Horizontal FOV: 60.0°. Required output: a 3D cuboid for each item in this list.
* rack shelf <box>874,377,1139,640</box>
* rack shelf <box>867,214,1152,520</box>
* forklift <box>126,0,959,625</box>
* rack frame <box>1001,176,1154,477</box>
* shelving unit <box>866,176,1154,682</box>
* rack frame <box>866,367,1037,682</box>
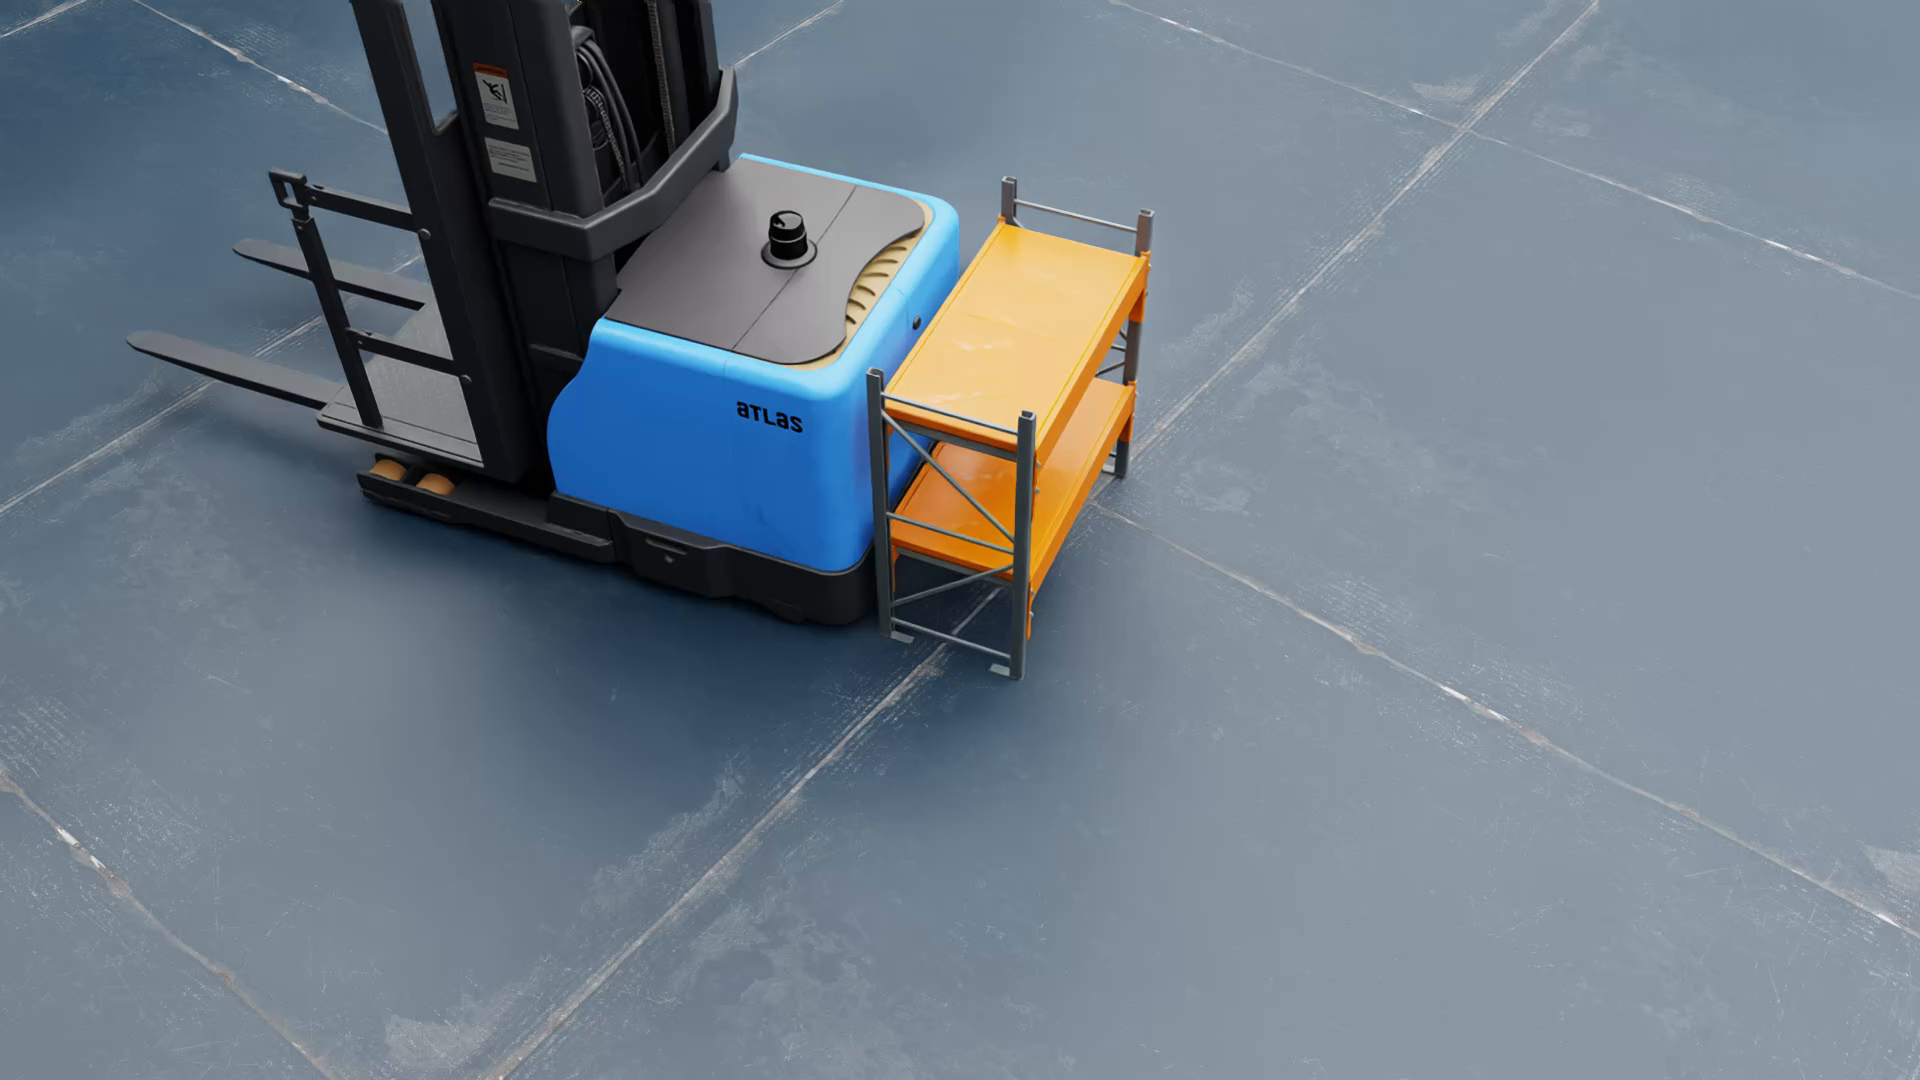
[{"bbox_3d":[0.171,-0.186,5.488,0.538,0.278,1.000,17,49,16],"label":"rack shelf"},{"bbox_3d":[0.171,-0.557,5.100,0.538,0.278,1.000,17,49,16],"label":"rack shelf"},{"bbox_3d":[-1.558,-1.419,5.078,3.031,2.935,1.130,16,48,15],"label":"forklift"},{"bbox_3d":[0.368,-0.694,5.635,0.500,1.125,0.032,17,49,16],"label":"rack frame"},{"bbox_3d":[0.171,-0.355,5.311,0.538,1.125,1.048,17,49,16],"label":"shelving unit"},{"bbox_3d":[-0.027,-0.017,4.988,0.500,1.125,0.032,17,49,16],"label":"rack frame"}]
